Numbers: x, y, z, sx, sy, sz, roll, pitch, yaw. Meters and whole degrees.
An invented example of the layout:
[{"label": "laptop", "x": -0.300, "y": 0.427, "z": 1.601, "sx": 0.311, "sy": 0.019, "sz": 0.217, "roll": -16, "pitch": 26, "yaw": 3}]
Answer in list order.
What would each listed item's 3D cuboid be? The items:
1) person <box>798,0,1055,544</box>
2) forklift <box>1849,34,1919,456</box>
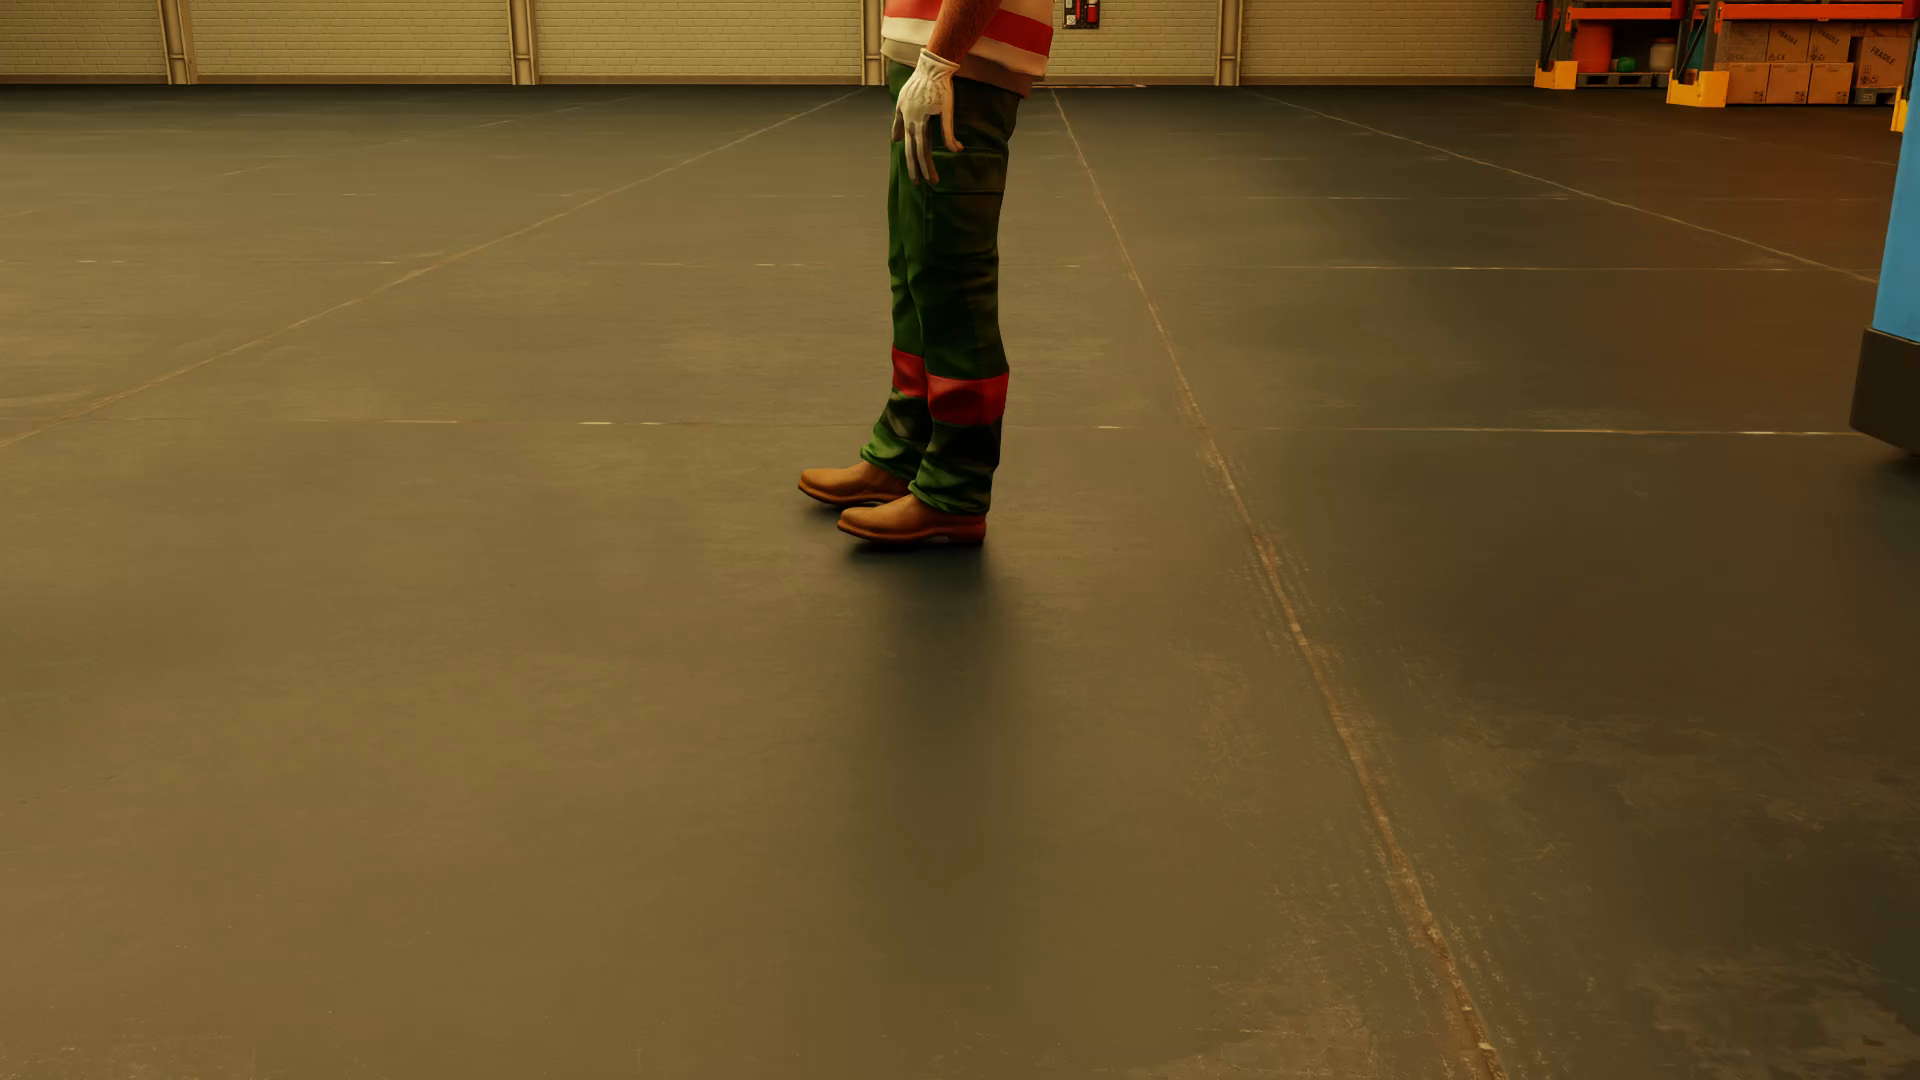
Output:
[{"label": "person", "x": -0.079, "y": -0.866, "z": 3.118, "sx": 0.564, "sy": 1.787, "sz": 0.637, "roll": 1, "pitch": 17, "yaw": 2}, {"label": "forklift", "x": 3.677, "y": -1.496, "z": 3.246, "sx": 3.031, "sy": 2.935, "sz": 1.130, "roll": -1, "pitch": 17, "yaw": -3}]
